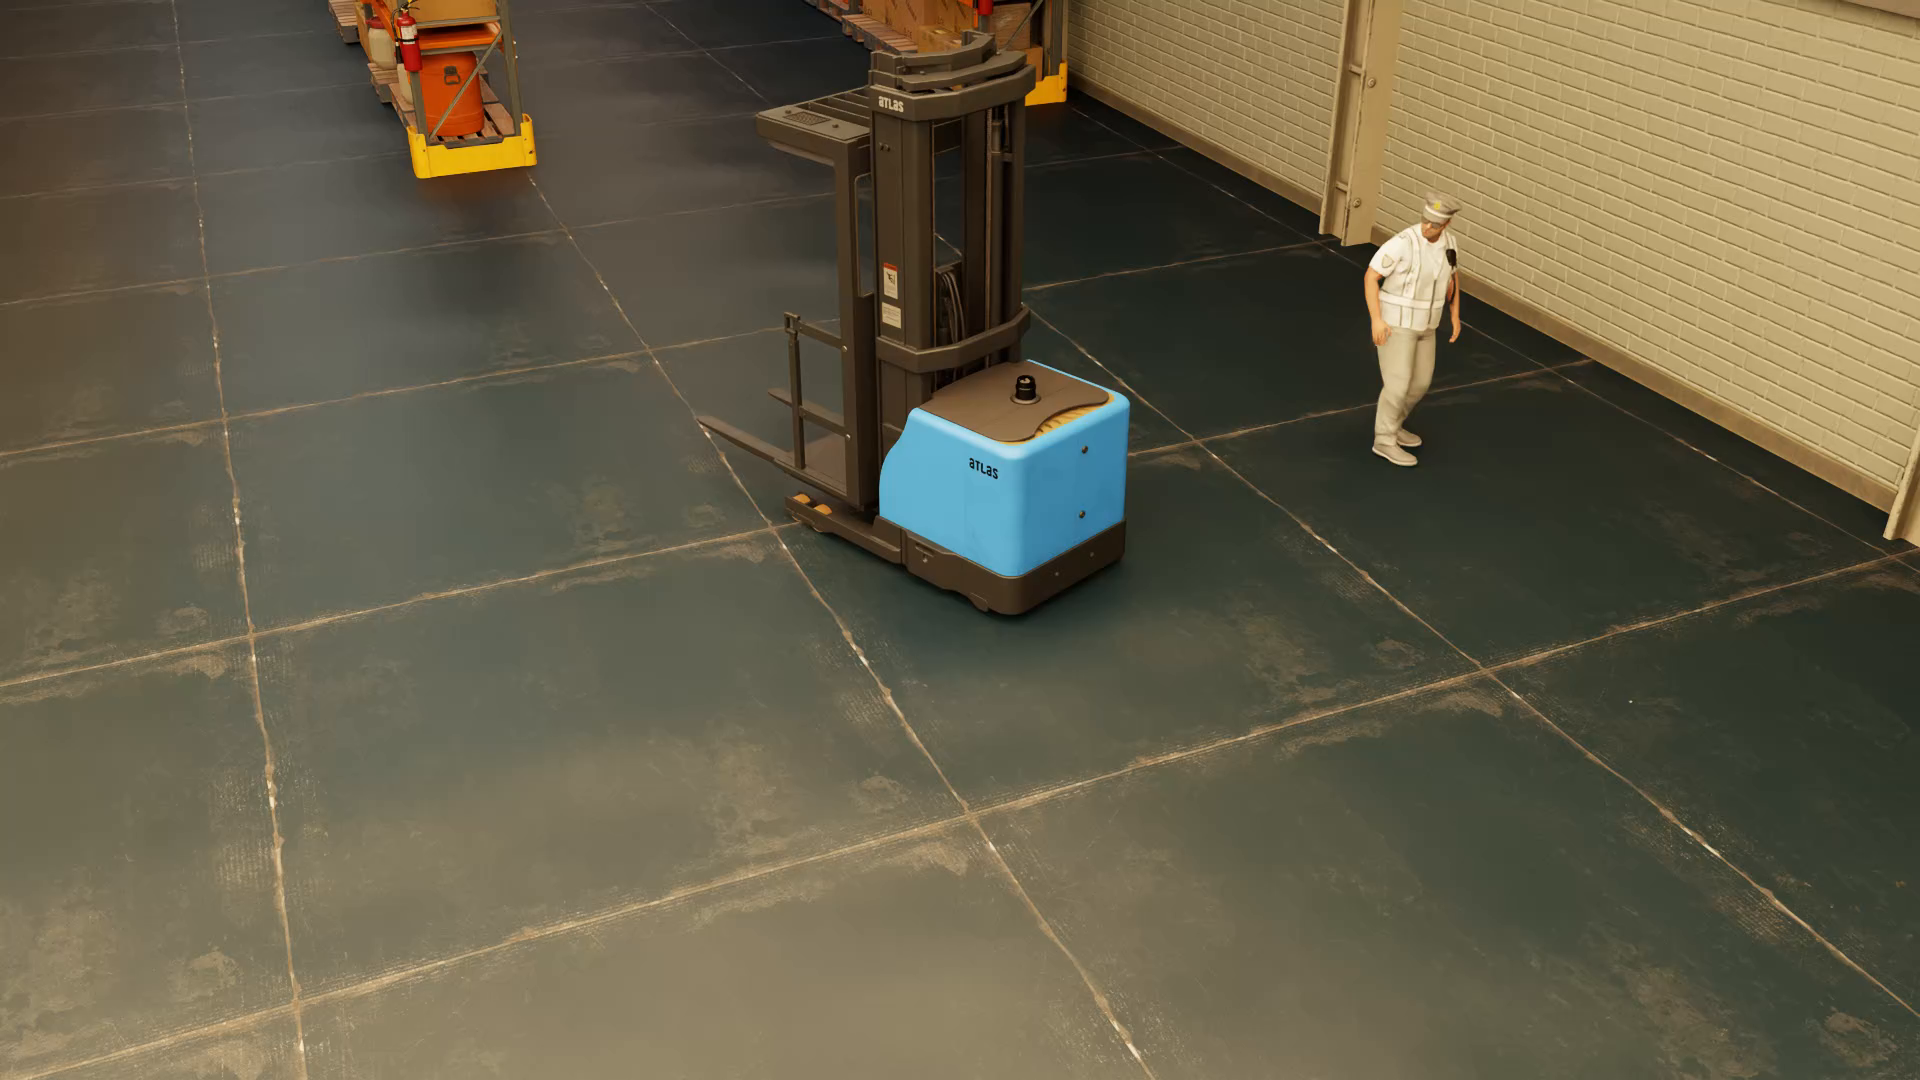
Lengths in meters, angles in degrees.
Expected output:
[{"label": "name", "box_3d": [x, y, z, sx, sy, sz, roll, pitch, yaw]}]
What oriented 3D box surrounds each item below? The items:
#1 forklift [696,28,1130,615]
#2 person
[{"label": "forklift", "box_3d": [-0.436, -1.483, 9.714, 3.031, 2.935, 1.130, 26, 39, 37]}, {"label": "person", "box_3d": [2.967, -1.379, 10.737, 0.749, 1.737, 0.532, -18, 34, -29]}]
